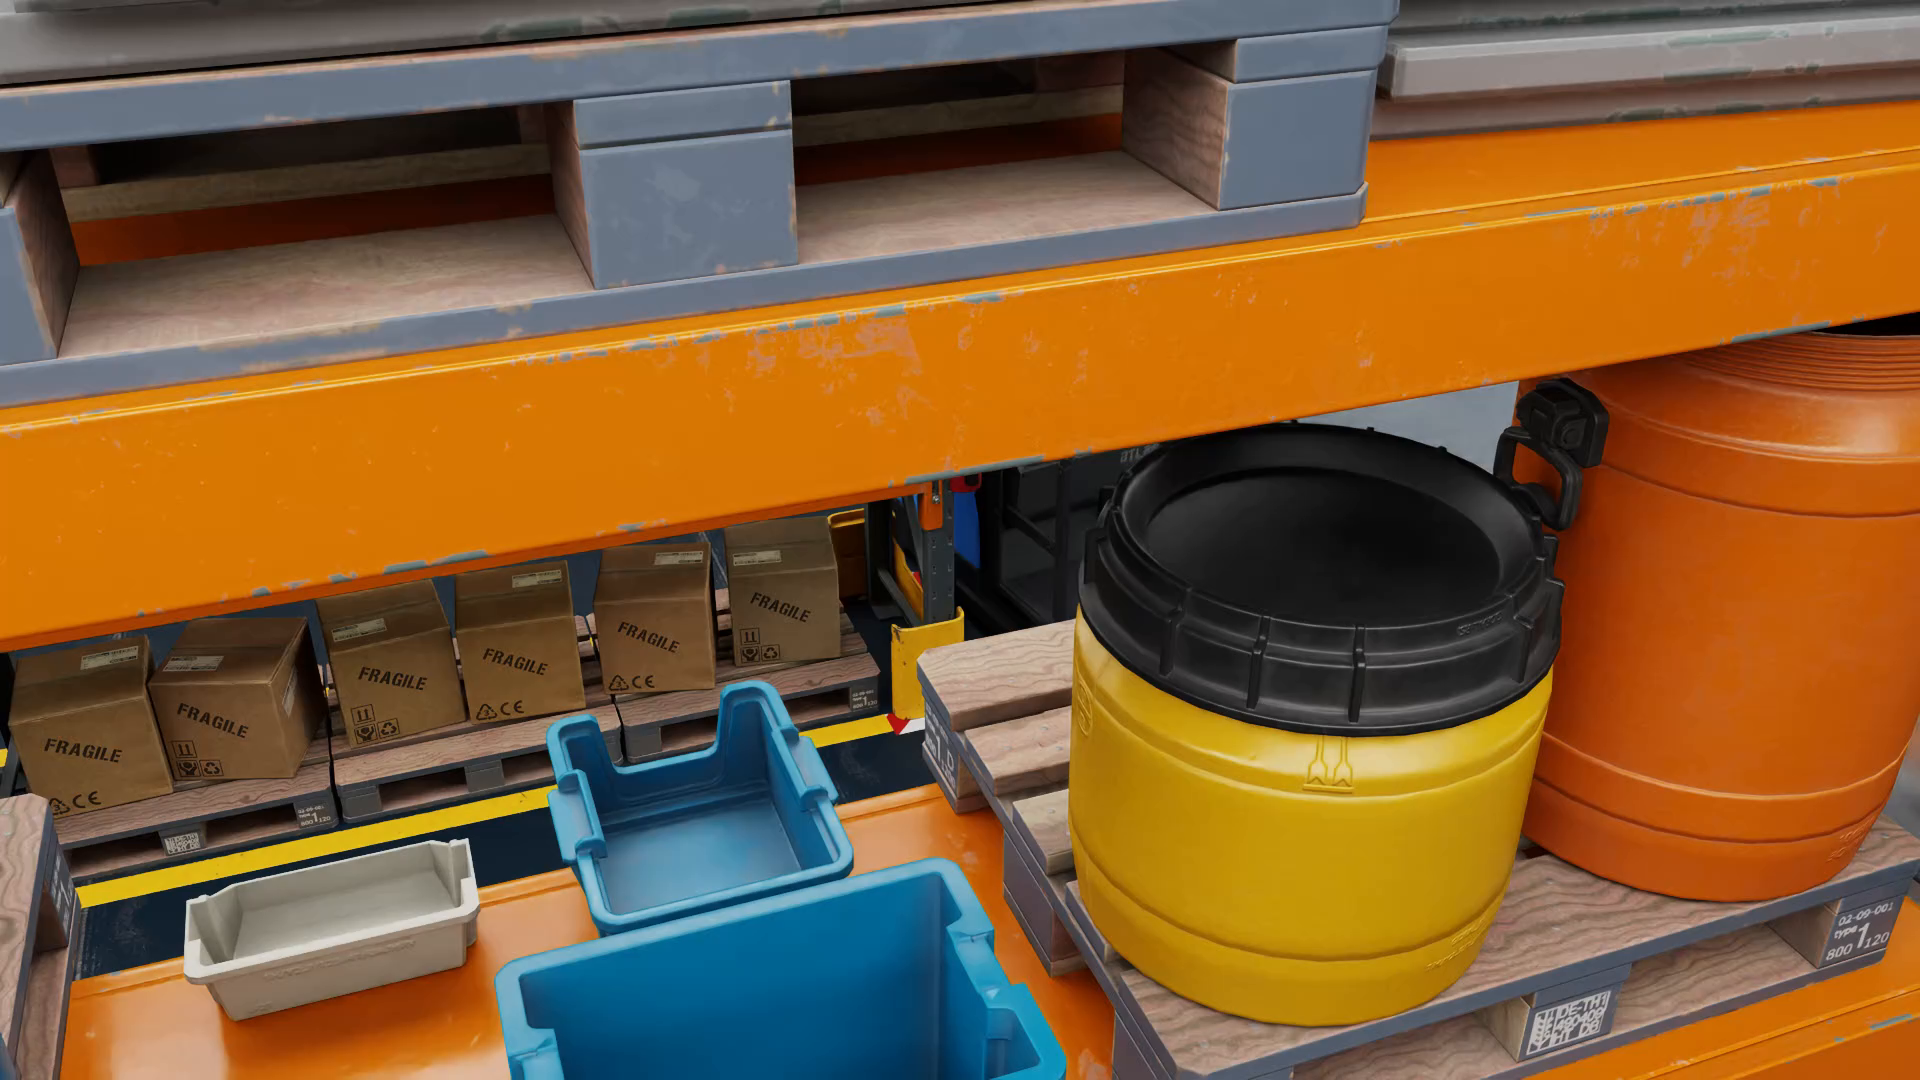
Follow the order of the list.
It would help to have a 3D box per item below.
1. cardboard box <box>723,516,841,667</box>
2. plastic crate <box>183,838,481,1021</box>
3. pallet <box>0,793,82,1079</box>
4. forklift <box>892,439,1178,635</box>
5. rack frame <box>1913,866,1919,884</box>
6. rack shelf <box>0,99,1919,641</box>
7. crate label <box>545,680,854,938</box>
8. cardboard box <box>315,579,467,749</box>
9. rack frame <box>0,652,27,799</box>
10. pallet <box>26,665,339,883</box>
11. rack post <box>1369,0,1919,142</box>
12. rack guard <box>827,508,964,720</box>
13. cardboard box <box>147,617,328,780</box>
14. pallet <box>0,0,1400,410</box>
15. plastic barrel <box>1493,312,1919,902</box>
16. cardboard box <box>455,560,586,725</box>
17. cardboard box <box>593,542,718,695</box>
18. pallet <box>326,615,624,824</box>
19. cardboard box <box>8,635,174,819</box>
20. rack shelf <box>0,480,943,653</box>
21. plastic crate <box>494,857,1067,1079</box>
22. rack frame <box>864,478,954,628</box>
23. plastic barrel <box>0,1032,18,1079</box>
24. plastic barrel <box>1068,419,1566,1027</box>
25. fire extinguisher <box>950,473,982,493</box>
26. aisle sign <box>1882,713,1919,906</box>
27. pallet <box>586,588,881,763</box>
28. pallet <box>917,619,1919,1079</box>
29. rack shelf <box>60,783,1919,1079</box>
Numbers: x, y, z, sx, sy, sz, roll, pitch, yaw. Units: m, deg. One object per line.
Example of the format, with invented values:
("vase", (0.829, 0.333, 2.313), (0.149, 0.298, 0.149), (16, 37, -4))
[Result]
("cardboard box", (-0.847, 0.238, 7.902), (0.500, 0.500, 0.500), (-5, 30, -8))
("plastic crate", (-0.915, 0.570, 2.456), (0.396, 0.136, 0.243), (-10, 31, -18))
("pallet", (-1.636, 0.832, 1.920), (1.003, 0.211, 1.213), (-10, 31, -18))
("forklift", (0.756, -0.794, 7.682), (1.130, 2.935, 3.031), (-16, 33, -26))
("rack frame", (1.471, 1.533, 3.530), (0.127, 3.000, 1.000), (-10, 31, -18))
("rack shelf", (-0.403, -0.242, 1.716), (4.000, 0.370, 1.077), (-10, 31, -18))
("crate label", (-0.398, 0.464, 2.526), (0.408, 0.251, 0.502), (-10, 31, -18))
("cardboard box", (-2.528, 0.532, 7.386), (0.500, 0.500, 0.500), (-13, 32, -22))
("rack frame", (-4.005, -0.075, 6.351), (0.127, 3.000, 1.000), (-10, 31, -18))
("pallet", (-3.388, 1.004, 7.274), (1.213, 0.211, 1.003), (-10, 31, -18))
("rack post", (0.718, -0.785, 2.043), (0.954, 0.300, 0.937), (-7, 30, -12))
("rack guard", (-0.327, 0.334, 8.159), (0.348, 0.500, 1.175), (-10, 31, -18))
("cardboard box", (-3.082, 0.676, 7.134), (0.500, 0.500, 0.500), (-1, 30, -2))
("pallet", (-0.370, -0.495, 1.624), (1.213, 0.211, 1.003), (-10, 31, -18))
("plastic barrel", (1.060, 0.003, 2.326), (0.708, 0.830, 0.600), (-10, 31, -18))
("cardboard box", (-1.989, 0.457, 7.519), (0.500, 0.500, 0.500), (-8, 31, -13))
("cardboard box", (-1.395, 0.358, 7.693), (0.500, 0.500, 0.500), (-3, 30, -5))
("pallet", (-2.243, 0.792, 7.647), (1.213, 0.211, 1.003), (-10, 31, -18))
("cardboard box", (-3.616, 0.778, 6.955), (0.500, 0.500, 0.500), (-11, 32, -19))
("rack shelf", (-2.131, -0.107, 7.135), (4.000, 0.370, 1.077), (-10, 31, -18))
("plastic crate", (-0.211, 0.705, 1.968), (0.575, 0.384, 0.392), (-10, 31, -18))
("rack frame", (-0.256, -0.765, 7.563), (0.127, 3.000, 1.000), (-10, 31, -18))
("plastic barrel", (-1.308, 0.397, 1.561), (0.708, 0.901, 0.600), (-10, 31, -18))
("plastic barrel", (0.447, 0.221, 2.188), (0.600, 0.588, 0.600), (0, 30, 0))
("fire extinguisher", (0.012, -0.538, 7.242), (0.183, 0.674, 0.296), (-10, 31, -18))
("aisle sign", (1.642, 0.529, 2.666), (0.004, 0.787, 0.394), (-10, 31, -18))
("pallet", (-1.101, 0.583, 8.013), (1.213, 0.211, 1.003), (-10, 31, -18))
("pallet", (0.662, 0.409, 2.663), (1.213, 0.211, 1.003), (-10, 31, -18))
("rack shelf", (-0.403, 0.887, 2.359), (4.000, 0.370, 1.077), (-10, 31, -18))
